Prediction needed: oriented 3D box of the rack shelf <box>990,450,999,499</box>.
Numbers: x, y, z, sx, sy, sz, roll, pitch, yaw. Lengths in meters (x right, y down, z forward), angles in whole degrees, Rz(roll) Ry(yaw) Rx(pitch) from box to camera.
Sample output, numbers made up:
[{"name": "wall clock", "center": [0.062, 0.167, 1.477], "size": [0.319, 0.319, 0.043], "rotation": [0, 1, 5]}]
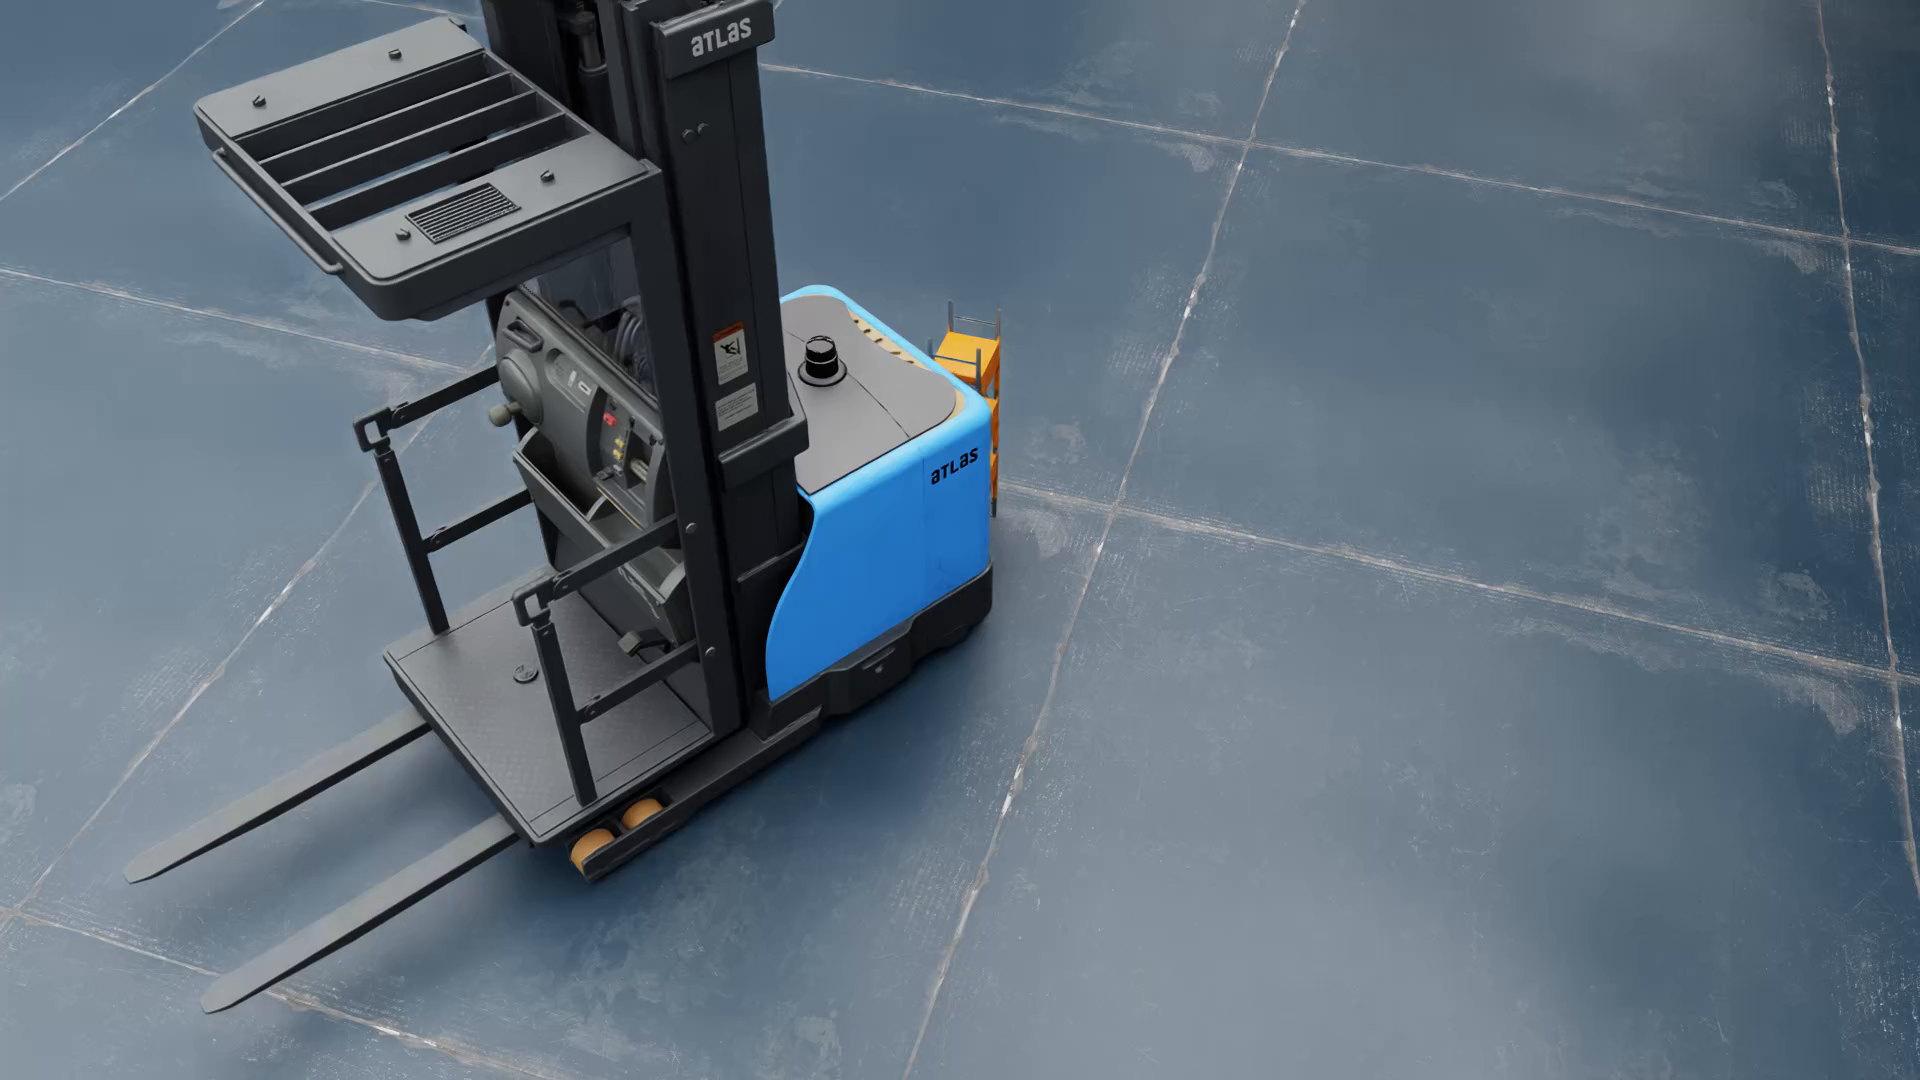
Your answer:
[{"name": "rack shelf", "center": [0.016, -0.205, 6.621], "size": [0.215, 0.259, 0.240], "rotation": [13, 46, 12]}]

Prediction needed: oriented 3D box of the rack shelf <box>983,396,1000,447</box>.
[{"name": "rack shelf", "center": [0.016, -0.403, 6.427], "size": [0.215, 0.259, 0.240], "rotation": [13, 46, 12]}]

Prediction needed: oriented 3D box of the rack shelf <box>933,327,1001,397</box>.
[{"name": "rack shelf", "center": [0.016, -0.606, 6.228], "size": [0.215, 0.259, 0.240], "rotation": [13, 46, 12]}]

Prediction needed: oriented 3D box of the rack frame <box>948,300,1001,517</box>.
[{"name": "rack frame", "center": [0.053, -0.492, 6.502], "size": [0.200, 1.050, 0.008], "rotation": [13, 46, 12]}]

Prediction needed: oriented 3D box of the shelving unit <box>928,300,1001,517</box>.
[{"name": "shelving unit", "center": [0.016, -0.411, 6.419], "size": [0.215, 1.050, 0.252], "rotation": [13, 46, 12]}]

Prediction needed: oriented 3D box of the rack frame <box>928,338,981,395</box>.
[{"name": "rack frame", "center": [-0.021, -0.330, 6.336], "size": [0.200, 1.050, 0.008], "rotation": [13, 46, 12]}]

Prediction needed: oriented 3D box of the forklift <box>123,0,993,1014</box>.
[{"name": "forklift", "center": [-1.325, -0.333, 4.995], "size": [3.031, 2.935, 1.130], "rotation": [-31, 52, -28]}]
